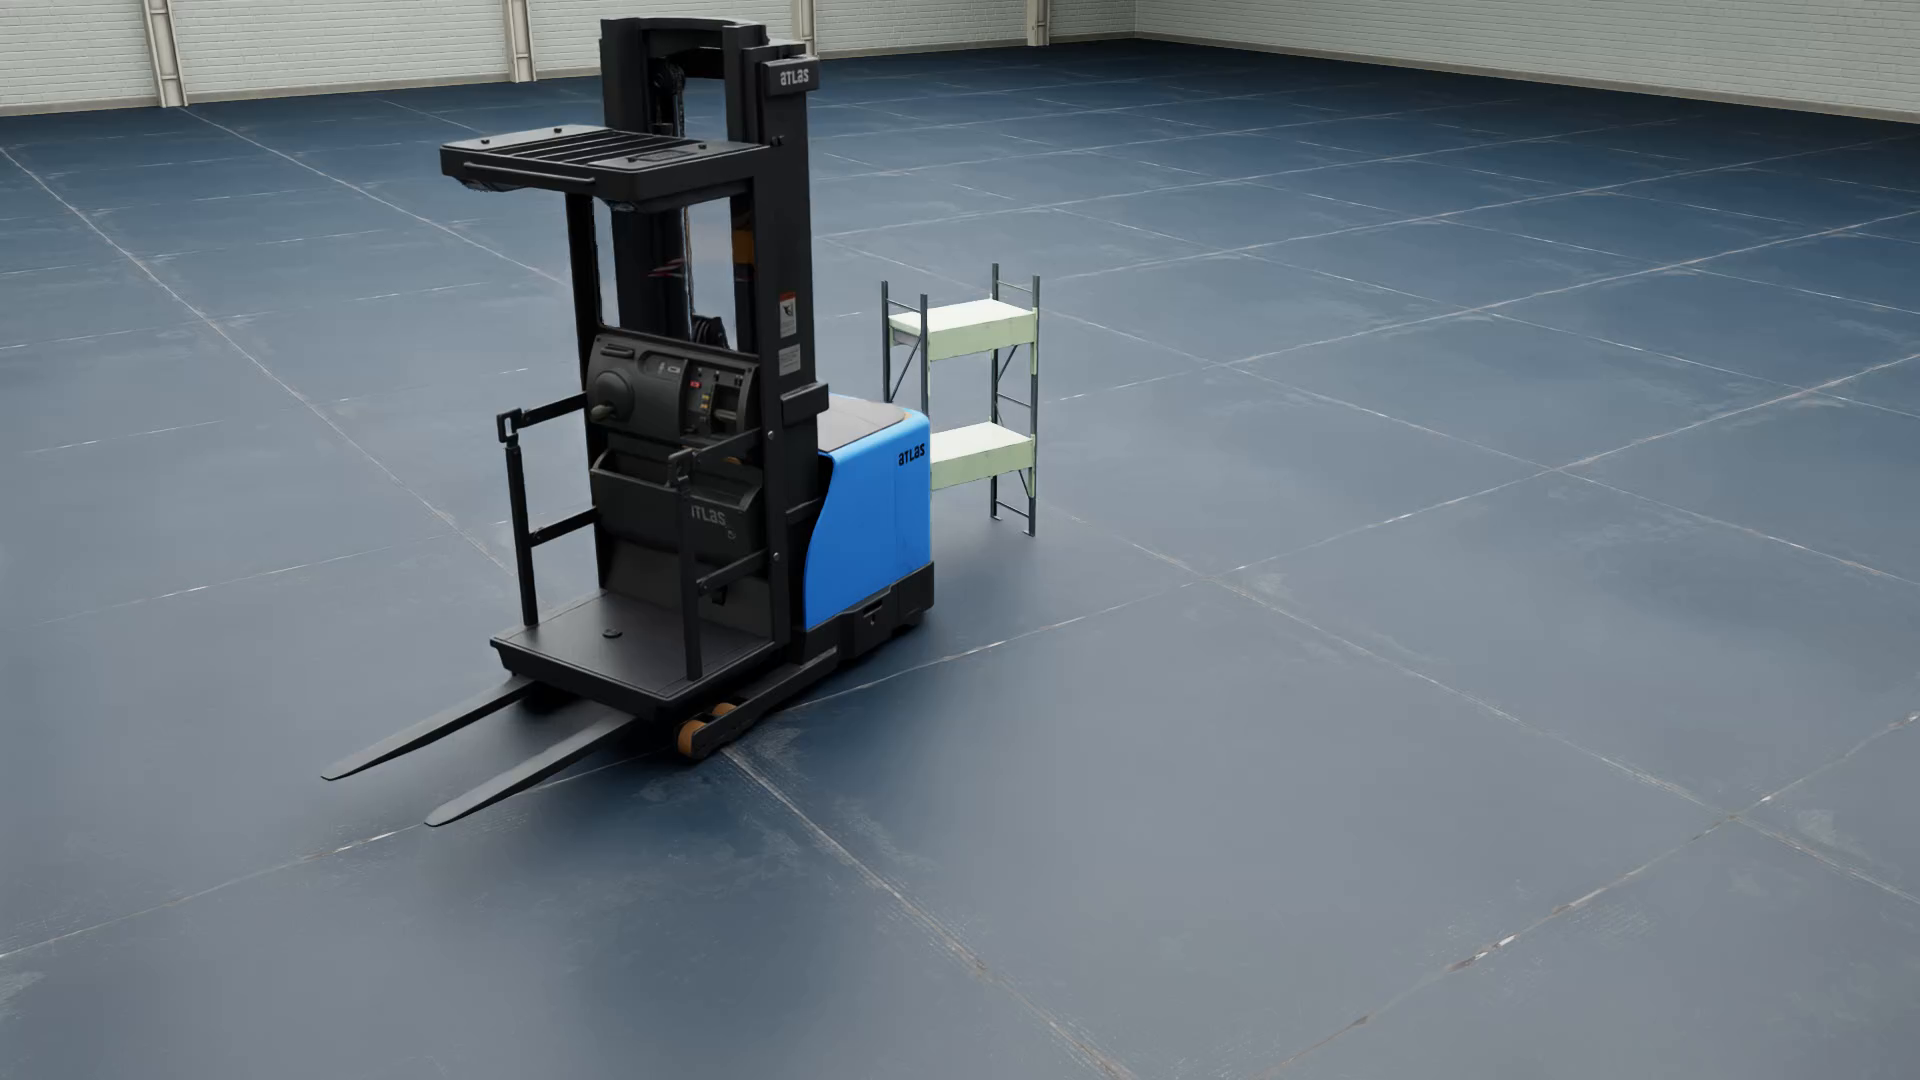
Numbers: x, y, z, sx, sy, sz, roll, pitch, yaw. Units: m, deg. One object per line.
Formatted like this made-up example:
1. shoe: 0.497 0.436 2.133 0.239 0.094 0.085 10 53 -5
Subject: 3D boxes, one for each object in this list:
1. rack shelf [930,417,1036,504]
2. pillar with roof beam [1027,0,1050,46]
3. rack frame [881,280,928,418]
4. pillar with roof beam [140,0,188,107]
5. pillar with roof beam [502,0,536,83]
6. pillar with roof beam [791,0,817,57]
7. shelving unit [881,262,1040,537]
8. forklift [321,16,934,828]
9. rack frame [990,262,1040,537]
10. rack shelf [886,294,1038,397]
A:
1. rack shelf: 0.005 -0.395 9.243 0.720 0.370 0.431 -15 26 -33
2. pillar with roof beam: 4.248 -13.892 32.068 0.400 9.000 9.100 -15 26 -33
3. rack frame: -0.292 -0.619 8.923 0.023 1.500 0.400 -15 26 -33
4. pillar with roof beam: -10.364 -9.996 22.304 0.400 9.000 9.100 -15 26 -33
5. pillar with roof beam: -5.493 -11.294 25.559 0.400 9.000 9.100 -15 26 -33
6. pillar with roof beam: -0.623 -12.593 28.813 0.400 9.000 9.100 -15 26 -33
7. shelving unit: 0.005 -0.698 9.122 0.755 1.500 0.431 -15 26 -33
8. forklift: -1.372 -0.629 7.018 1.130 2.935 3.031 14 26 31
9. rack frame: 0.303 -0.777 9.321 0.023 1.500 0.400 -15 26 -33
10. rack shelf: 0.005 -1.061 8.977 0.720 0.370 0.431 -15 26 -33
